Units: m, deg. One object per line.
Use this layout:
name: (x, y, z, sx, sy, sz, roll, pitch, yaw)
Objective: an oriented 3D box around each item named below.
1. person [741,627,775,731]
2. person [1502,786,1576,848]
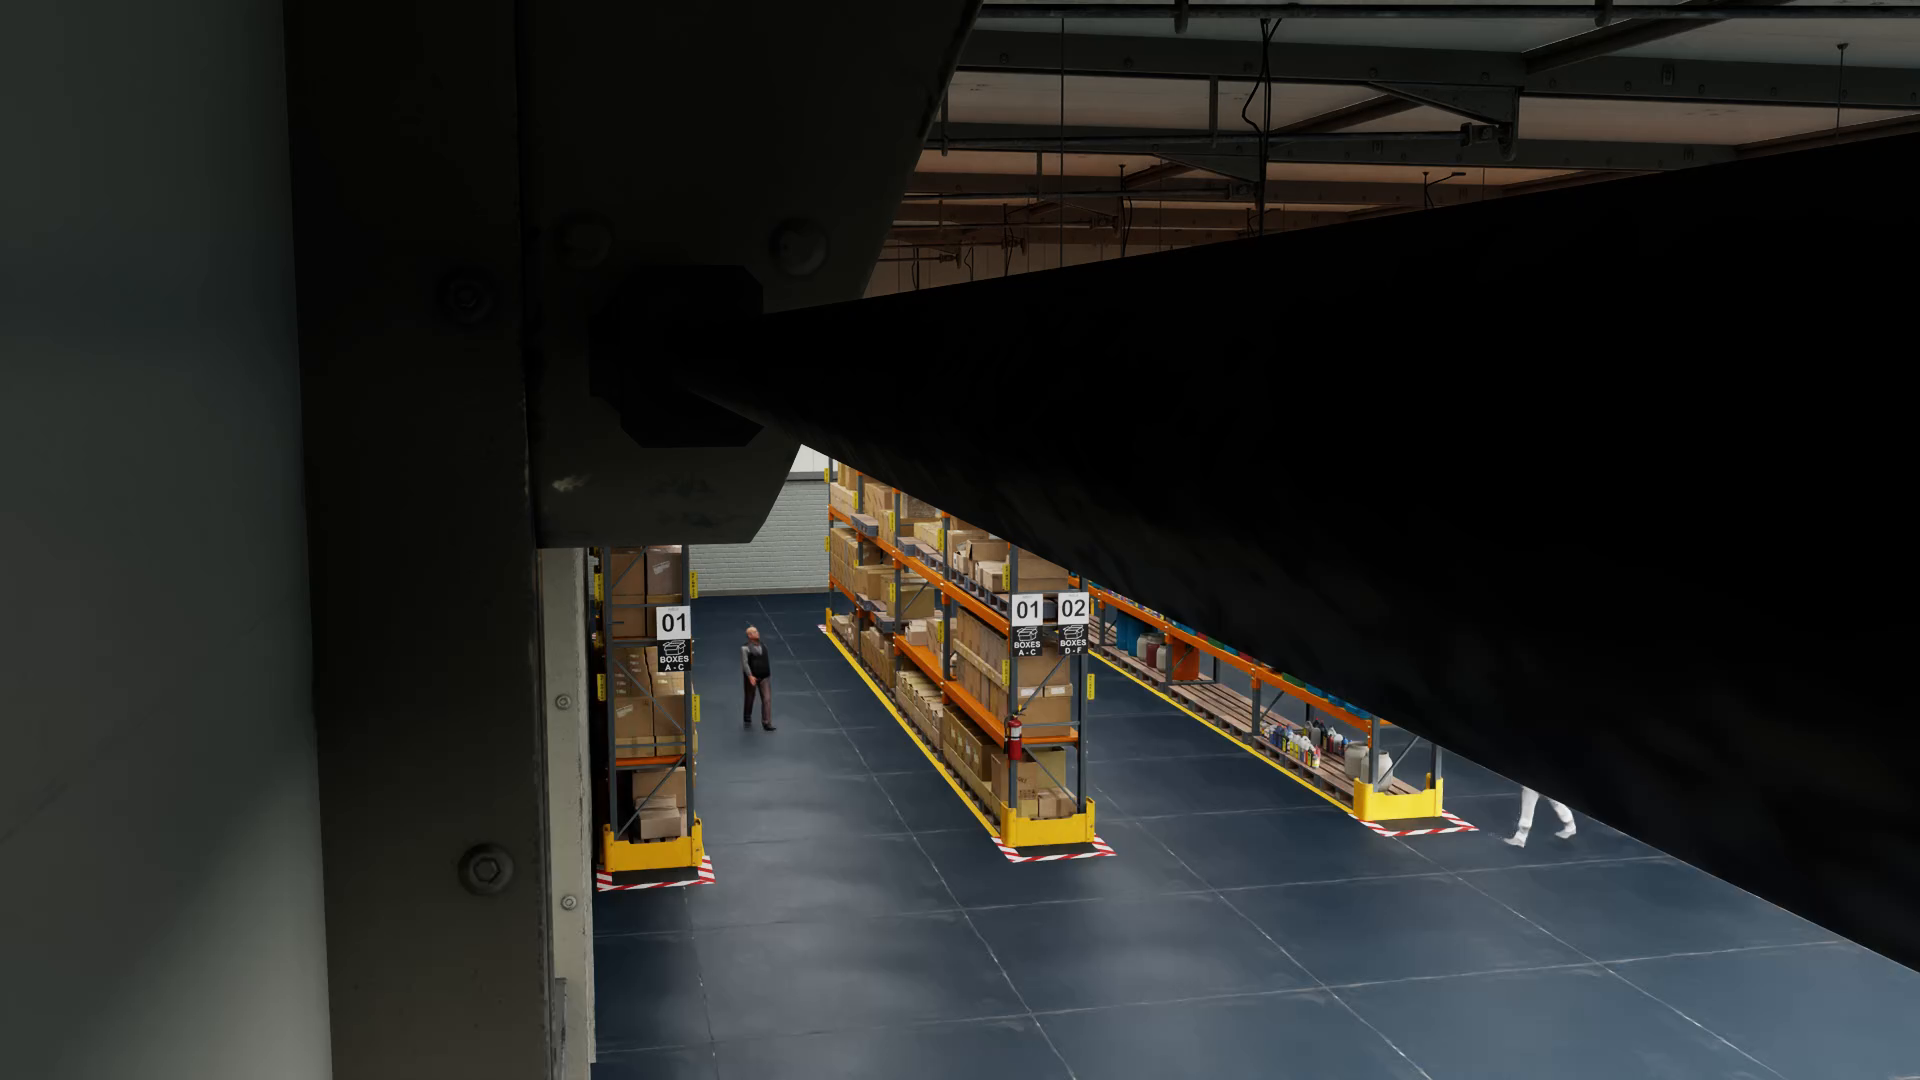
person: (-3.339, 2.273, 27.267, 0.503, 1.672, 1.006, -2, 7, -19)
person: (7.359, 2.988, 20.911, 1.061, 1.749, 0.495, -5, 8, -37)
